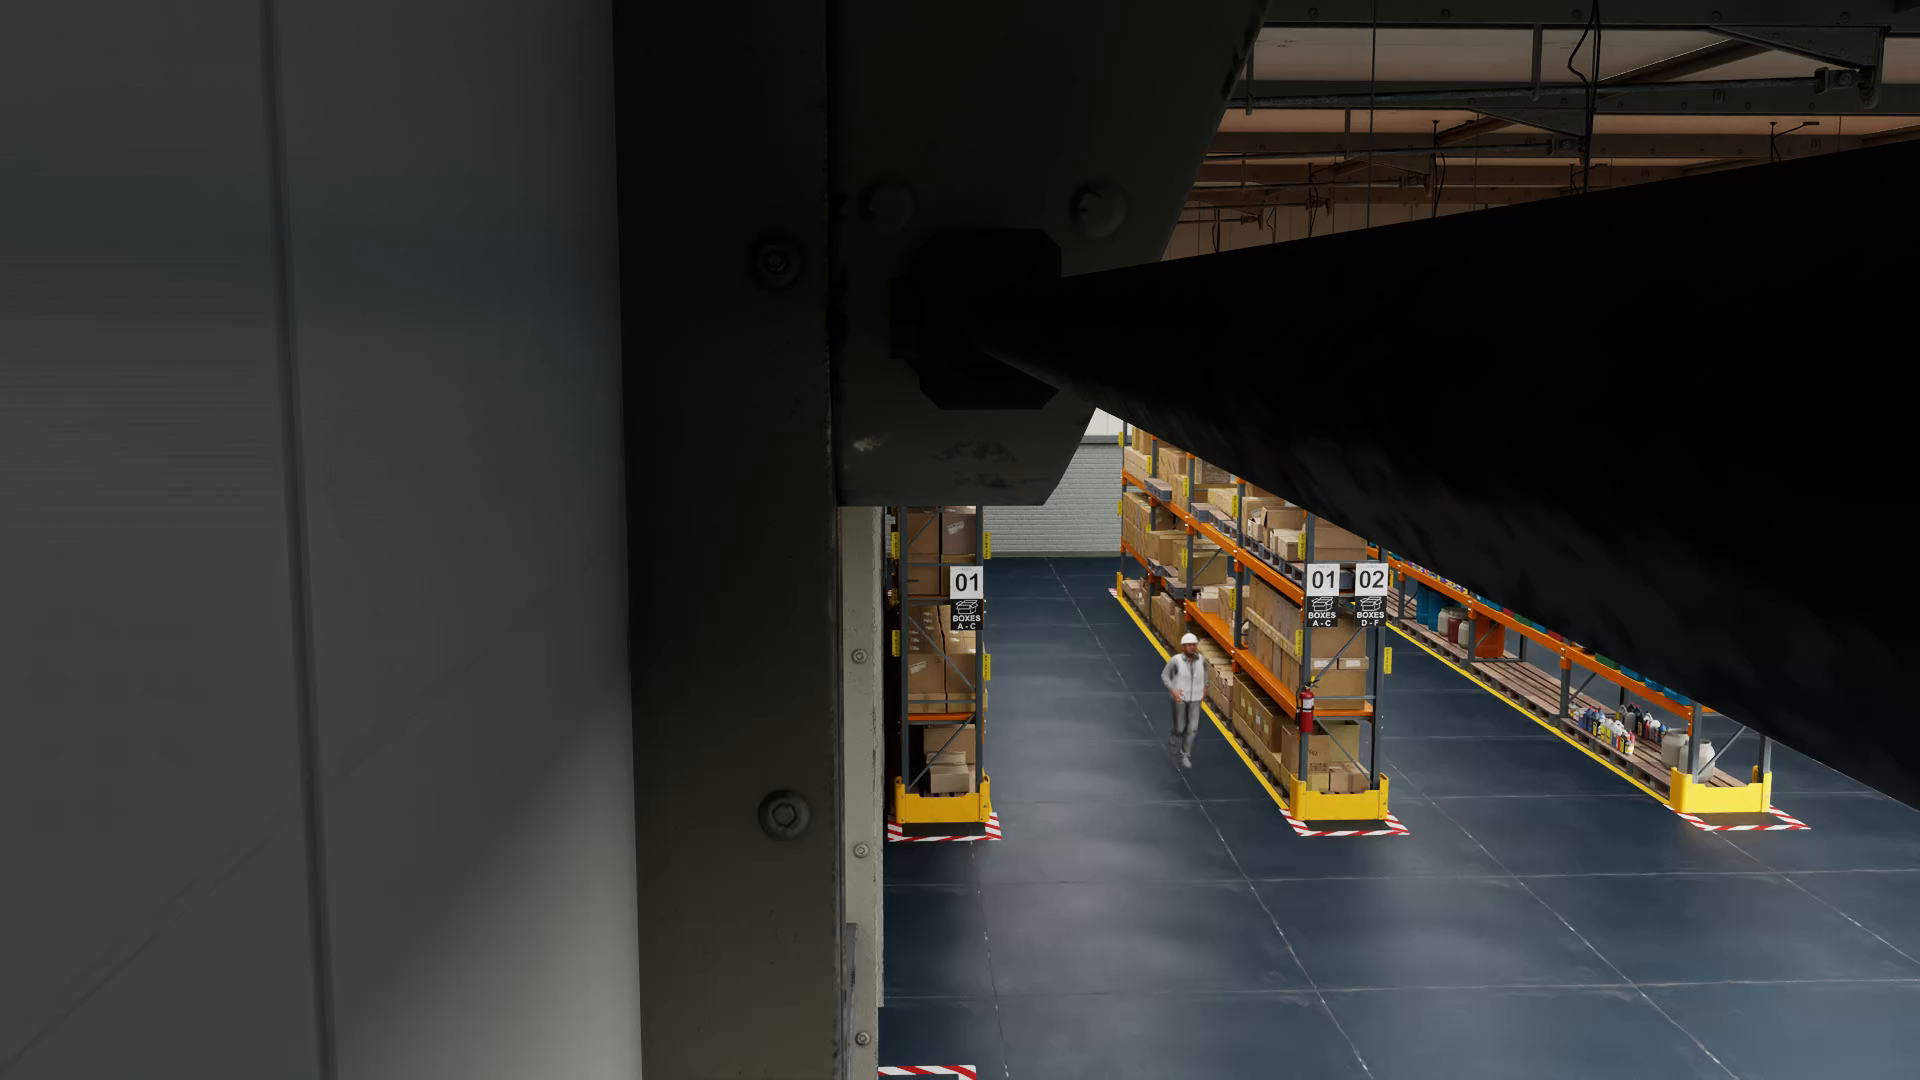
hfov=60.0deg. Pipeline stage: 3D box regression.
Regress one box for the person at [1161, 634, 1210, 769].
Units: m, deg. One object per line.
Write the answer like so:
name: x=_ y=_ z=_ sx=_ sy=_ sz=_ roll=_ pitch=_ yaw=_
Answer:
person: x=3.007 y=2.092 z=22.115 sx=0.684 sy=1.756 sz=0.789 roll=-1 pitch=8 yaw=-10
